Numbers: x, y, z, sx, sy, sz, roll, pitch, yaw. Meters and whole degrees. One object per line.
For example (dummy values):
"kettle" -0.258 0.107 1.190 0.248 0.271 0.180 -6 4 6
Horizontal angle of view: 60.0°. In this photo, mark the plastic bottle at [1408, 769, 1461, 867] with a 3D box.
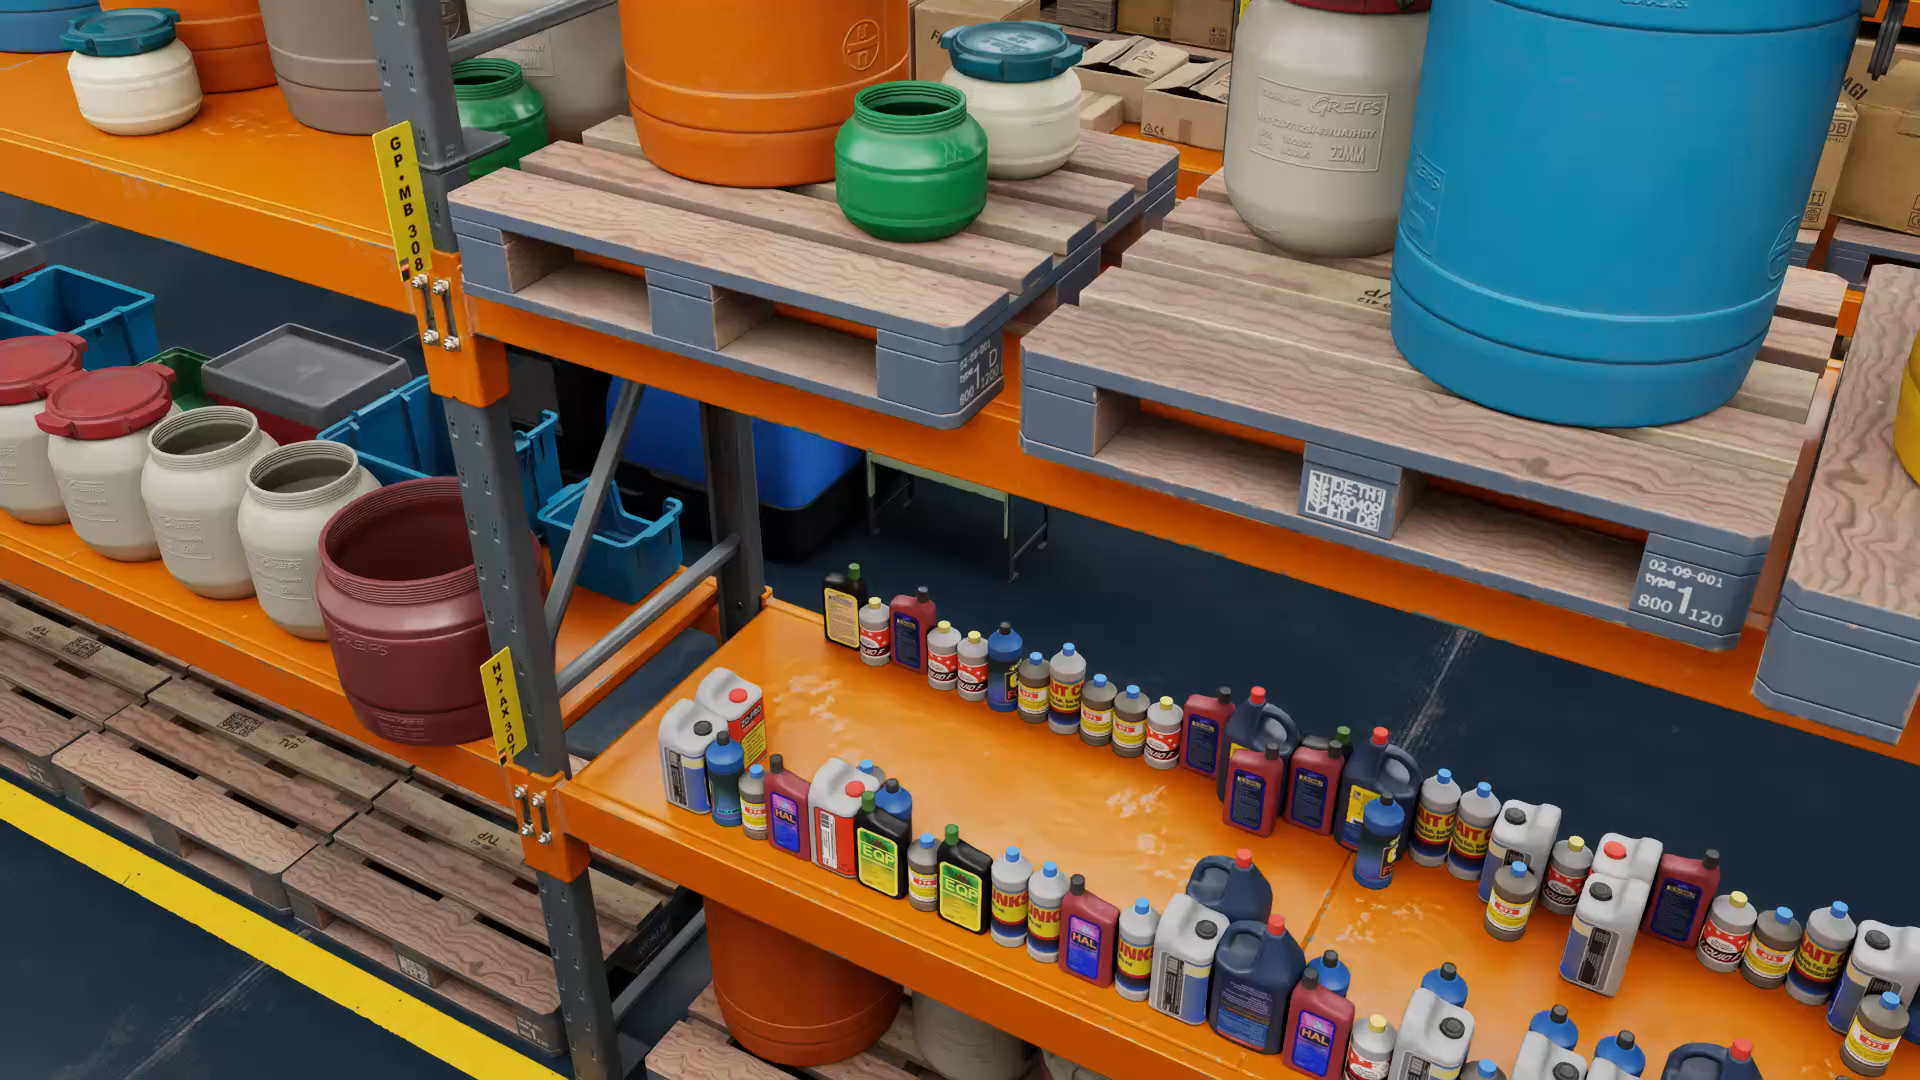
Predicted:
"plastic bottle" 1.184 0.682 4.136 0.097 0.271 0.097 0 34 0

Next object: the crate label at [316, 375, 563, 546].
"crate label" -1.627 -0.189 5.296 0.616 0.435 0.502 18 37 24

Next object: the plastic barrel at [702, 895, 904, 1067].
"plastic barrel" -0.466 1.084 4.995 0.708 0.830 0.600 18 37 24

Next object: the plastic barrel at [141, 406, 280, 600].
"plastic barrel" -2.264 -0.114 5.113 0.421 0.512 0.421 0 34 0

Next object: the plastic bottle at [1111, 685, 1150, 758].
"plastic bottle" 0.463 0.482 4.499 0.097 0.201 0.097 0 34 0

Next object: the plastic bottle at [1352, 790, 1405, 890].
"plastic bottle" 1.028 0.724 4.072 0.097 0.271 0.097 0 34 0

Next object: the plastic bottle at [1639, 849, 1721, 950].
"plastic bottle" 1.696 0.827 3.907 0.133 0.283 0.061 18 37 24

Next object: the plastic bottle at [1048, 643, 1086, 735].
"plastic bottle" 0.294 0.399 4.560 0.097 0.271 0.097 0 34 0

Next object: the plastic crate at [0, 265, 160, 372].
"plastic crate" -3.260 -0.711 6.126 0.575 0.384 0.392 18 37 24

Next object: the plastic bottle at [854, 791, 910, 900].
"plastic bottle" -0.188 0.738 4.041 0.133 0.283 0.061 18 37 24

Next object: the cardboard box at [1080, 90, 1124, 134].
"cardboard box" 0.644 -2.164 8.519 0.250 0.149 0.380 18 37 24

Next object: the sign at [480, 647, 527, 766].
"sign" -1.166 0.428 4.254 0.005 0.325 0.100 18 37 24

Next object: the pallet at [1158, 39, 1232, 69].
"pallet" 2.284 -3.930 13.461 1.213 0.211 1.003 18 37 24

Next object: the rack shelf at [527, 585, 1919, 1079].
"rack shelf" 0.838 1.078 4.073 4.000 0.370 1.077 18 37 24

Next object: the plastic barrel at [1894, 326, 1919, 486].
"plastic barrel" 1.681 -0.326 2.278 0.600 0.588 0.600 0 34 0

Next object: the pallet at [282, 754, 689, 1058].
"pallet" -1.552 1.158 5.821 1.213 0.211 1.003 18 37 24

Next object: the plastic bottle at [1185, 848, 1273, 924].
"plastic bottle" 0.616 0.841 3.825 0.185 0.351 0.144 18 37 24

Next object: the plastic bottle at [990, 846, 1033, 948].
"plastic bottle" 0.121 0.829 3.914 0.097 0.271 0.097 0 34 0

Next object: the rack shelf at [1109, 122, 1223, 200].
"rack shelf" -0.174 -2.404 9.303 4.000 0.370 1.077 18 37 24

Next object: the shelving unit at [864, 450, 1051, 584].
"shelving unit" -0.006 -0.626 7.337 0.755 1.500 0.431 18 37 24

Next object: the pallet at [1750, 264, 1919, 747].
"pallet" 1.845 -0.010 2.522 1.003 0.211 1.213 18 37 24

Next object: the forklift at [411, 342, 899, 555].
"forklift" -1.792 -1.730 7.703 3.031 2.935 1.130 17 37 24

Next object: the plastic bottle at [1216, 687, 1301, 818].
"plastic bottle" 0.774 0.533 4.287 0.185 0.351 0.144 18 37 24

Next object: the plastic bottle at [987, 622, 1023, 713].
"plastic bottle" 0.124 0.346 4.640 0.097 0.271 0.097 0 34 0

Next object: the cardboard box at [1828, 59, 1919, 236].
"cardboard box" 4.106 -1.667 7.077 0.500 0.500 0.700 24 41 32

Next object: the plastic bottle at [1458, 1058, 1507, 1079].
"plastic bottle" 1.085 1.164 3.475 0.097 0.201 0.097 0 34 0

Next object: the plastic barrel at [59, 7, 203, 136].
"plastic barrel" -2.119 -1.199 4.263 0.301 0.262 0.301 0 34 0

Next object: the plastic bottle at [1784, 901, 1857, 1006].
"plastic bottle" 1.956 0.926 3.769 0.097 0.271 0.097 0 34 0

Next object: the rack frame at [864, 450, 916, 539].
"rack frame" -0.324 -0.727 7.488 0.023 1.500 0.400 18 37 24

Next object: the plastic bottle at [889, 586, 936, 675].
"plastic bottle" -0.136 0.247 4.778 0.133 0.283 0.061 18 37 24

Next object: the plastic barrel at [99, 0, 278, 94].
"plastic barrel" -2.072 -1.709 4.516 0.708 0.830 0.600 18 37 24

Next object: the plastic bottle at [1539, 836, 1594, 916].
"plastic bottle" 1.470 0.801 4.020 0.097 0.201 0.097 0 34 0

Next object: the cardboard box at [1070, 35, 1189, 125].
"cardboard box" 0.882 -2.456 8.812 0.500 0.311 0.500 17 37 24

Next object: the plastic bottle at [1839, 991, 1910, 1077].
"plastic bottle" 1.998 1.066 3.623 0.097 0.201 0.097 0 34 0

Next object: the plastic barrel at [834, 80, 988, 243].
"plastic barrel" -0.093 -0.728 3.191 0.294 0.245 0.294 0 34 0

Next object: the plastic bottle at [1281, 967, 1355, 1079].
"plastic bottle" 0.775 1.043 3.583 0.133 0.283 0.061 18 37 24

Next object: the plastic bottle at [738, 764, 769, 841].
"plastic bottle" -0.512 0.658 4.235 0.097 0.201 0.097 0 34 0

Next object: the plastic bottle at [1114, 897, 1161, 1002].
"plastic bottle" 0.406 0.920 3.779 0.097 0.271 0.097 0 34 0

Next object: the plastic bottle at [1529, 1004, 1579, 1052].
"plastic bottle" 1.245 1.088 3.525 0.097 0.271 0.097 0 34 0

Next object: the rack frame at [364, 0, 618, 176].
"rack frame" -0.899 -2.268 3.037 0.127 3.000 1.000 18 37 24

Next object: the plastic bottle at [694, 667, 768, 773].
"plastic bottle" -0.608 0.482 4.432 0.135 0.276 0.152 18 37 24

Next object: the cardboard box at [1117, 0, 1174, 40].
"cardboard box" 1.665 -4.469 13.613 0.500 0.500 0.700 17 37 23

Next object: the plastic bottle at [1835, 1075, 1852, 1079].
"plastic bottle" 1.685 1.185 3.309 0.185 0.351 0.144 18 37 24

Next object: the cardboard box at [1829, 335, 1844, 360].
"cardboard box" 3.868 -1.034 7.778 0.500 0.250 0.500 18 38 24

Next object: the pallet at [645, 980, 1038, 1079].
"pallet" -0.194 1.586 5.177 1.213 0.211 1.003 18 37 24
